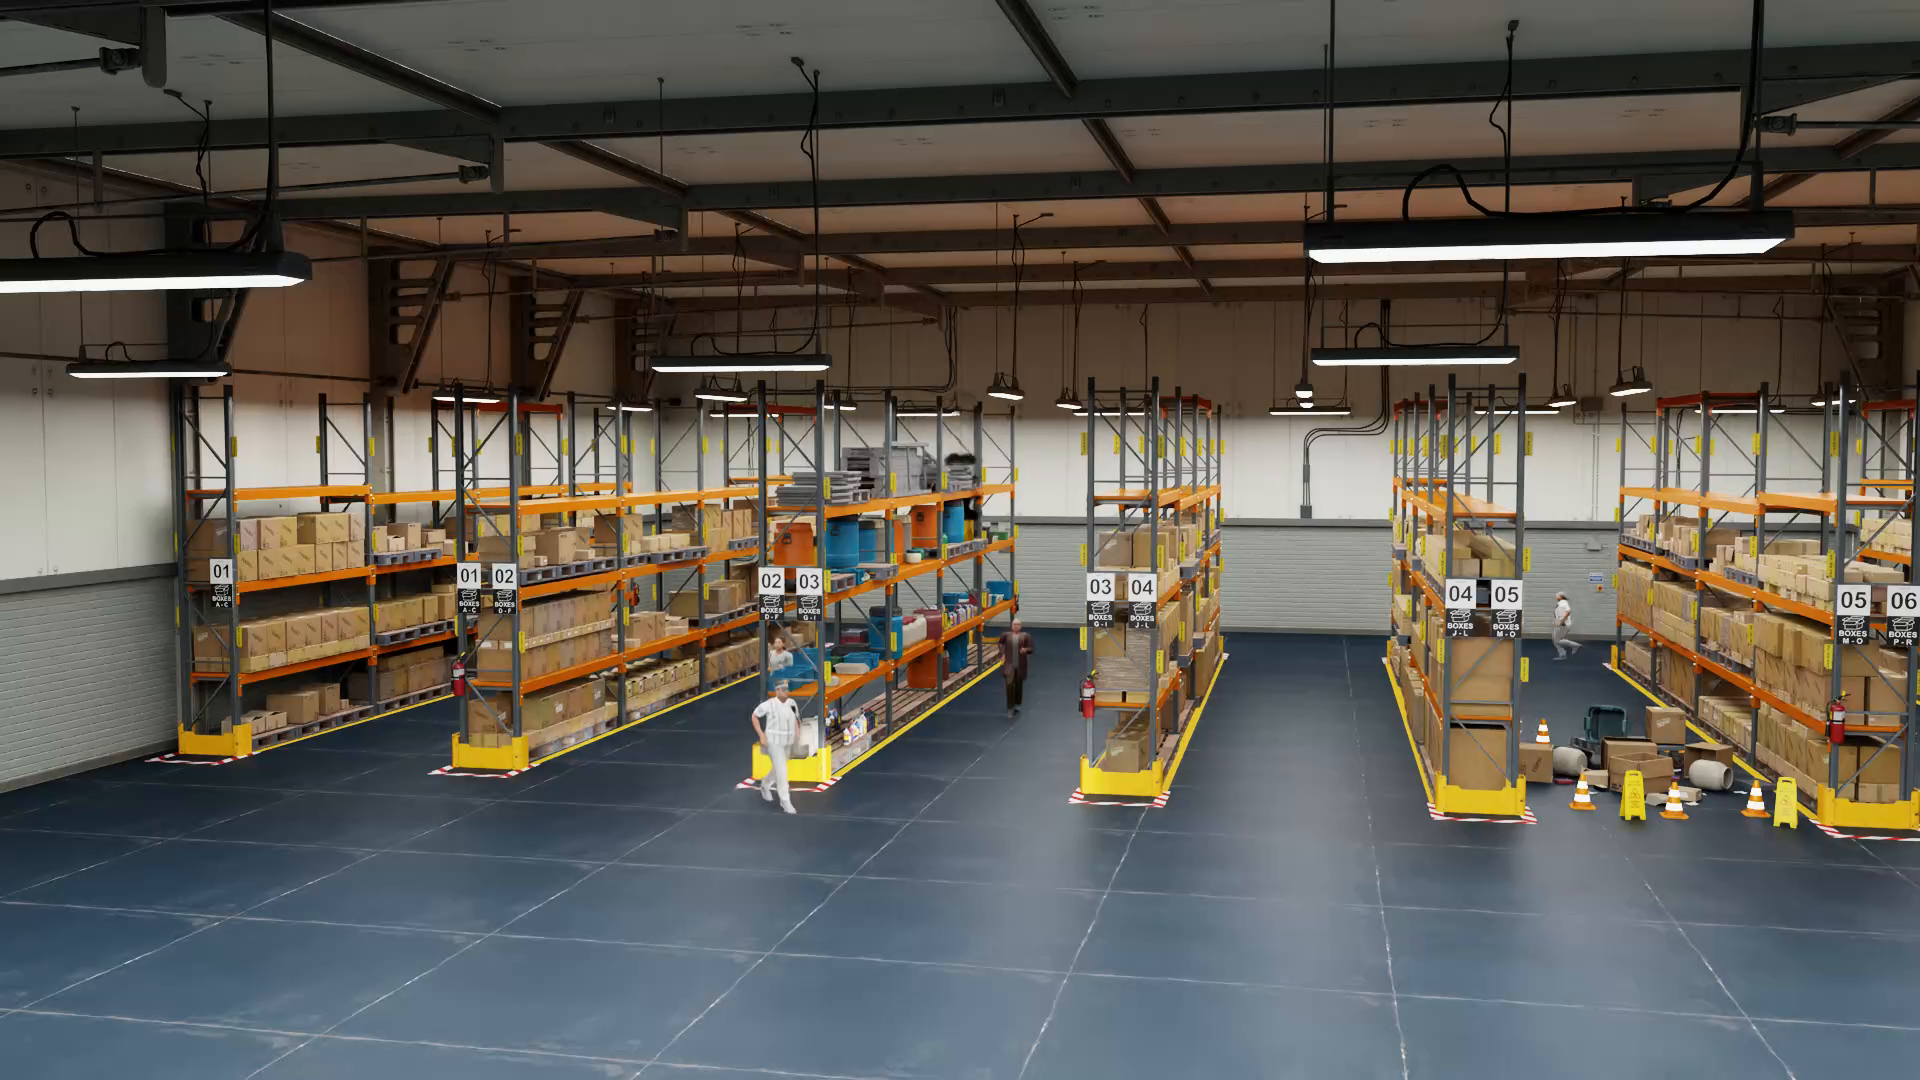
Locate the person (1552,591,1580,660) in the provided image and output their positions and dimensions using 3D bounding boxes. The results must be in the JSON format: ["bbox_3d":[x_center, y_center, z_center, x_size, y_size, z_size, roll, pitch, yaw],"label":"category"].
[{"bbox_3d":[14.211,2.014,39.014,0.592,1.637,0.615,1,3,19],"label":"person"}]

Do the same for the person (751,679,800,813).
[{"bbox_3d":[-2.509,2.826,23.136,0.934,1.809,0.679,3,4,44],"label":"person"}]

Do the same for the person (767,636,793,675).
[{"bbox_3d":[-3.162,2.550,29.185,0.550,1.700,0.780,1,3,10],"label":"person"}]

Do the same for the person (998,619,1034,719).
[{"bbox_3d":[1.044,2.390,31.003,0.687,1.836,0.879,0,3,1],"label":"person"}]
